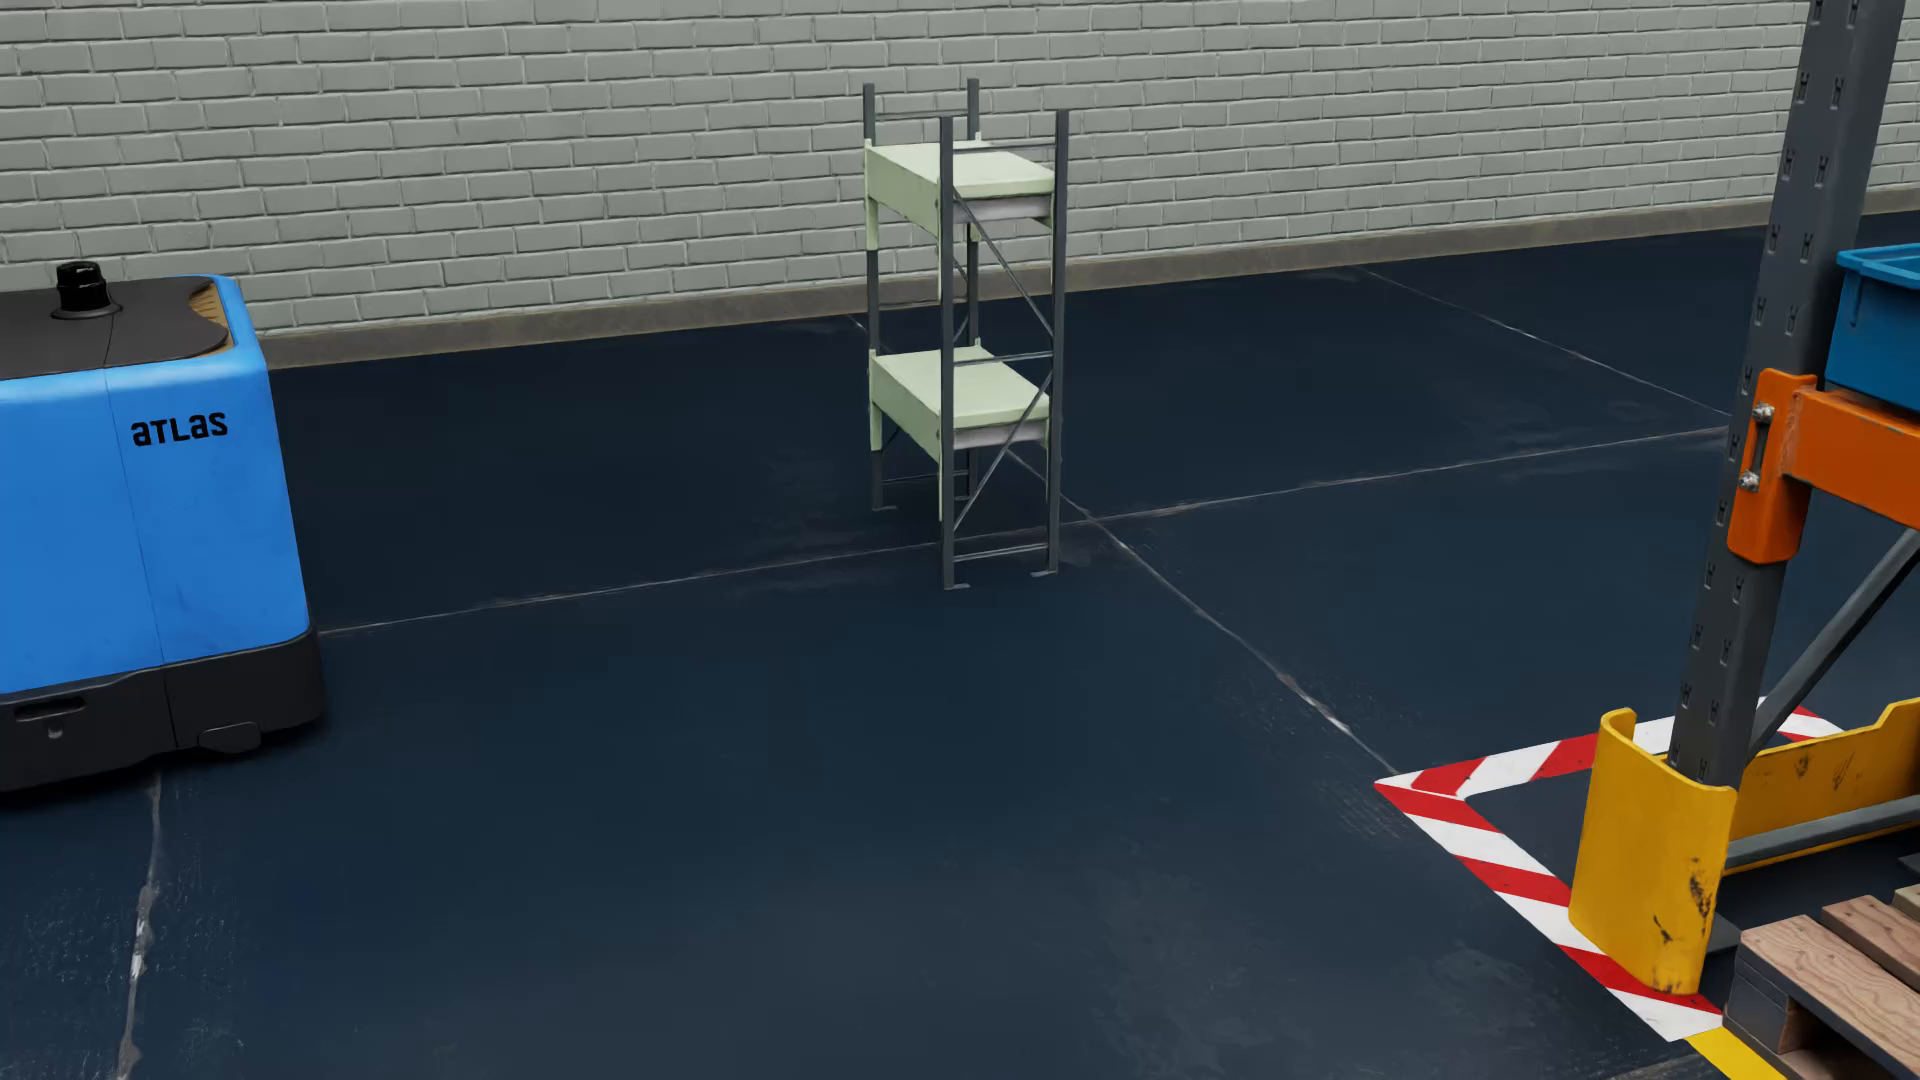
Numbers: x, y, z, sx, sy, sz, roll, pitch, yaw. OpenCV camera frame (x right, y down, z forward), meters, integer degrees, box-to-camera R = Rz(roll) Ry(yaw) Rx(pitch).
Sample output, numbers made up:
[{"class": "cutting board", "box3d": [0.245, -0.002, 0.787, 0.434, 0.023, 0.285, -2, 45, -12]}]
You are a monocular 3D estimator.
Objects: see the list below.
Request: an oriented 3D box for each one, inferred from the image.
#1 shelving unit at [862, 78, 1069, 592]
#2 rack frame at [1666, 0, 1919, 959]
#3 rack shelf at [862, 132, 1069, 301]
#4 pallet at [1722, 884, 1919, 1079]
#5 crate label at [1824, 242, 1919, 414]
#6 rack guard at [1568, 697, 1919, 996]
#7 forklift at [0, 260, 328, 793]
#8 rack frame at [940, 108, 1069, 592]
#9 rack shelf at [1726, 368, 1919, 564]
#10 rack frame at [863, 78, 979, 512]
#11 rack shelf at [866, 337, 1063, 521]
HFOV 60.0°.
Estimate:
[{"class": "shelving unit", "box3d": [0.002, -0.689, 5.453, 0.431, 1.500, 0.755, -8, 24, -19]}, {"class": "rack frame", "box3d": [1.974, -0.555, 3.204, 1.000, 3.000, 0.127, -8, 24, -19]}, {"class": "rack shelf", "box3d": [0.002, -1.048, 5.301, 0.431, 0.370, 0.720, -8, 24, -19]}, {"class": "pallet", "box3d": [2.230, 1.035, 3.022, 1.003, 0.211, 1.213, -8, 24, -19]}, {"class": "crate label", "box3d": [1.754, -0.370, 2.905, 0.416, 0.233, 0.303, -8, 24, -19]}, {"class": "rack guard", "box3d": [1.954, 0.590, 3.706, 1.175, 0.500, 0.348, -8, 24, -19]}, {"class": "forklift", "box3d": [-3.262, -0.732, 3.713, 3.031, 2.935, 1.130, -11, 25, -24]}, {"class": "rack frame", "box3d": [0.132, -0.556, 5.137, 0.400, 1.500, 0.023, -8, 24, -19]}, {"class": "rack shelf", "box3d": [2.681, 0.504, 1.619, 1.077, 0.370, 4.000, -8, 24, -19]}, {"class": "rack frame", "box3d": [-0.127, -0.822, 5.768, 0.400, 1.500, 0.023, -8, 24, -19]}, {"class": "rack shelf", "box3d": [0.002, -0.388, 5.580, 0.431, 0.370, 0.720, -8, 24, -19]}]
